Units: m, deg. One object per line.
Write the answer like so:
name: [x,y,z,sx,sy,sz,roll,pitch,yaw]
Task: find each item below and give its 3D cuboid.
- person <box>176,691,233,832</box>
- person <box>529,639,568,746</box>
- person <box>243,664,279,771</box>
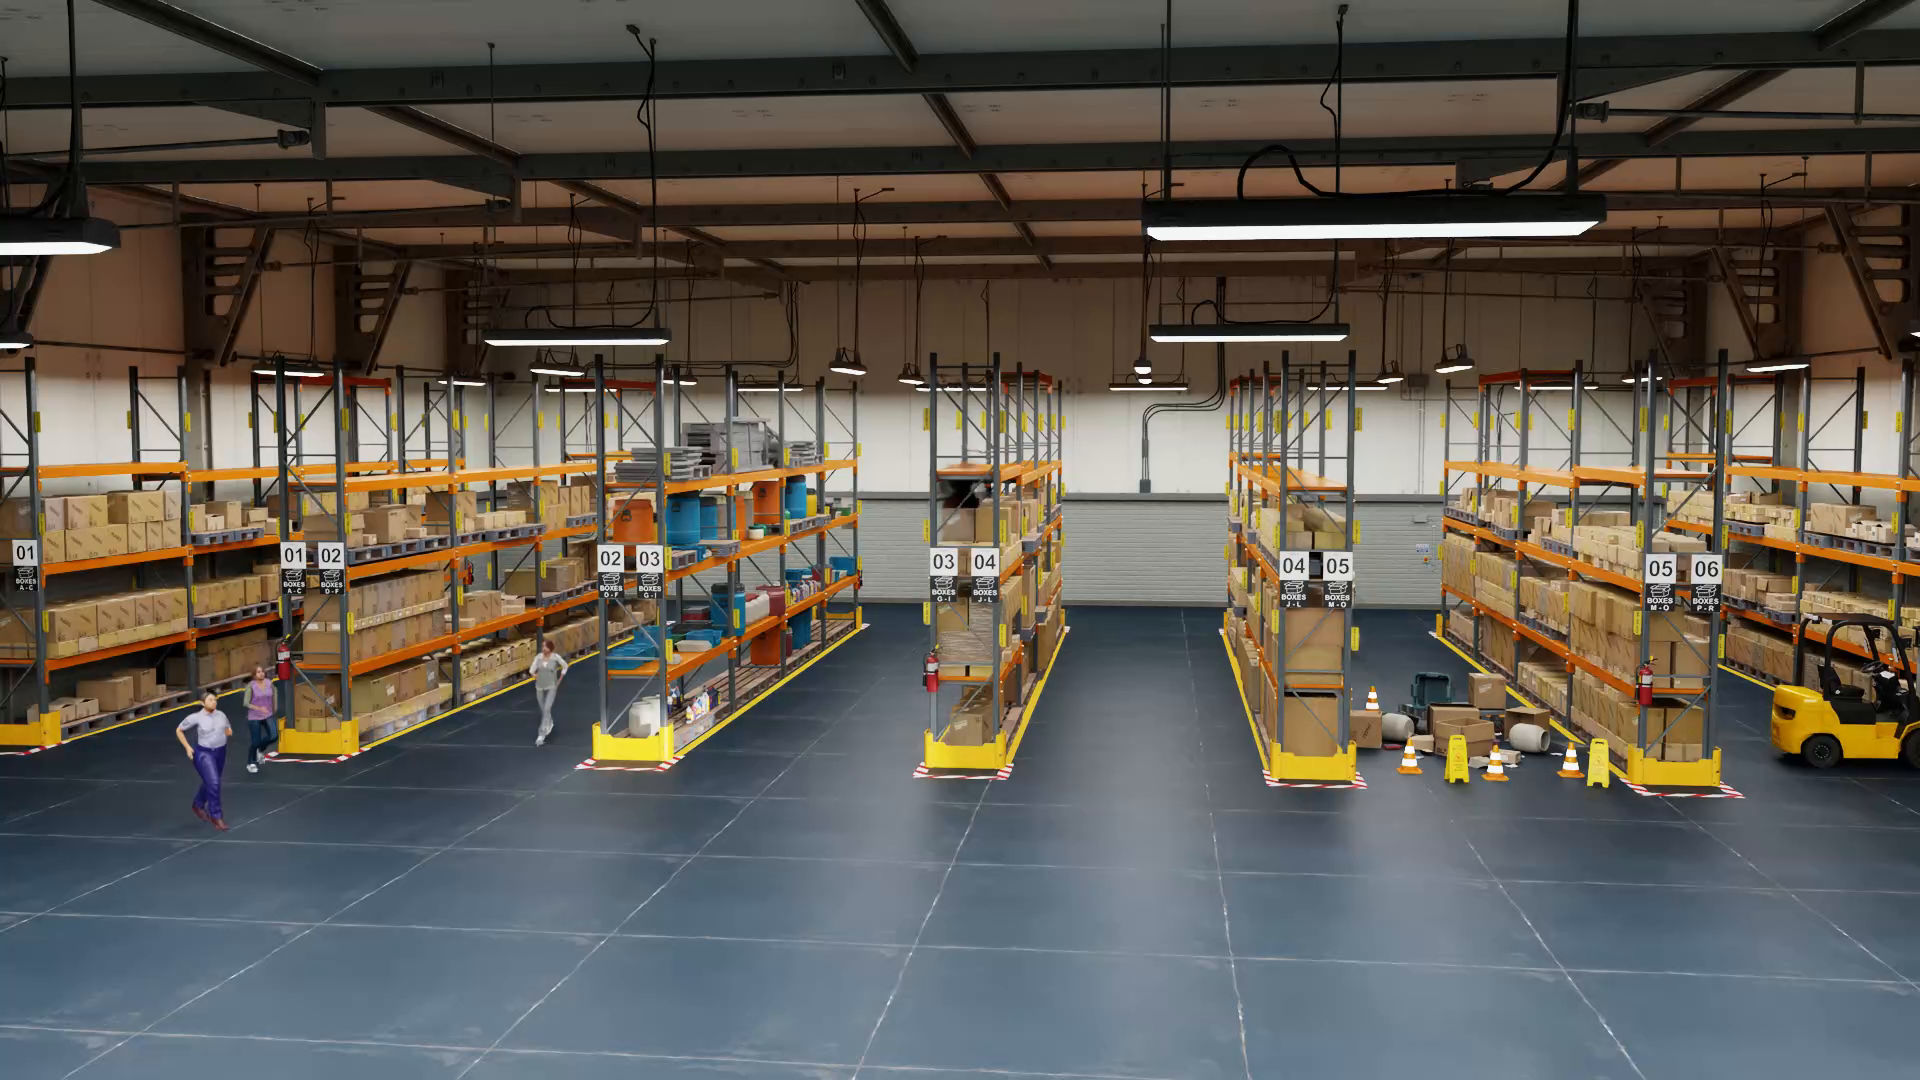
person: [-9.291,2.719,20.593,0.797,1.696,0.586,2,4,24]
person: [-6.462,2.355,26.101,0.554,1.624,0.777,0,4,7]
person: [-9.956,2.545,23.755,0.682,1.555,0.573,4,6,44]
